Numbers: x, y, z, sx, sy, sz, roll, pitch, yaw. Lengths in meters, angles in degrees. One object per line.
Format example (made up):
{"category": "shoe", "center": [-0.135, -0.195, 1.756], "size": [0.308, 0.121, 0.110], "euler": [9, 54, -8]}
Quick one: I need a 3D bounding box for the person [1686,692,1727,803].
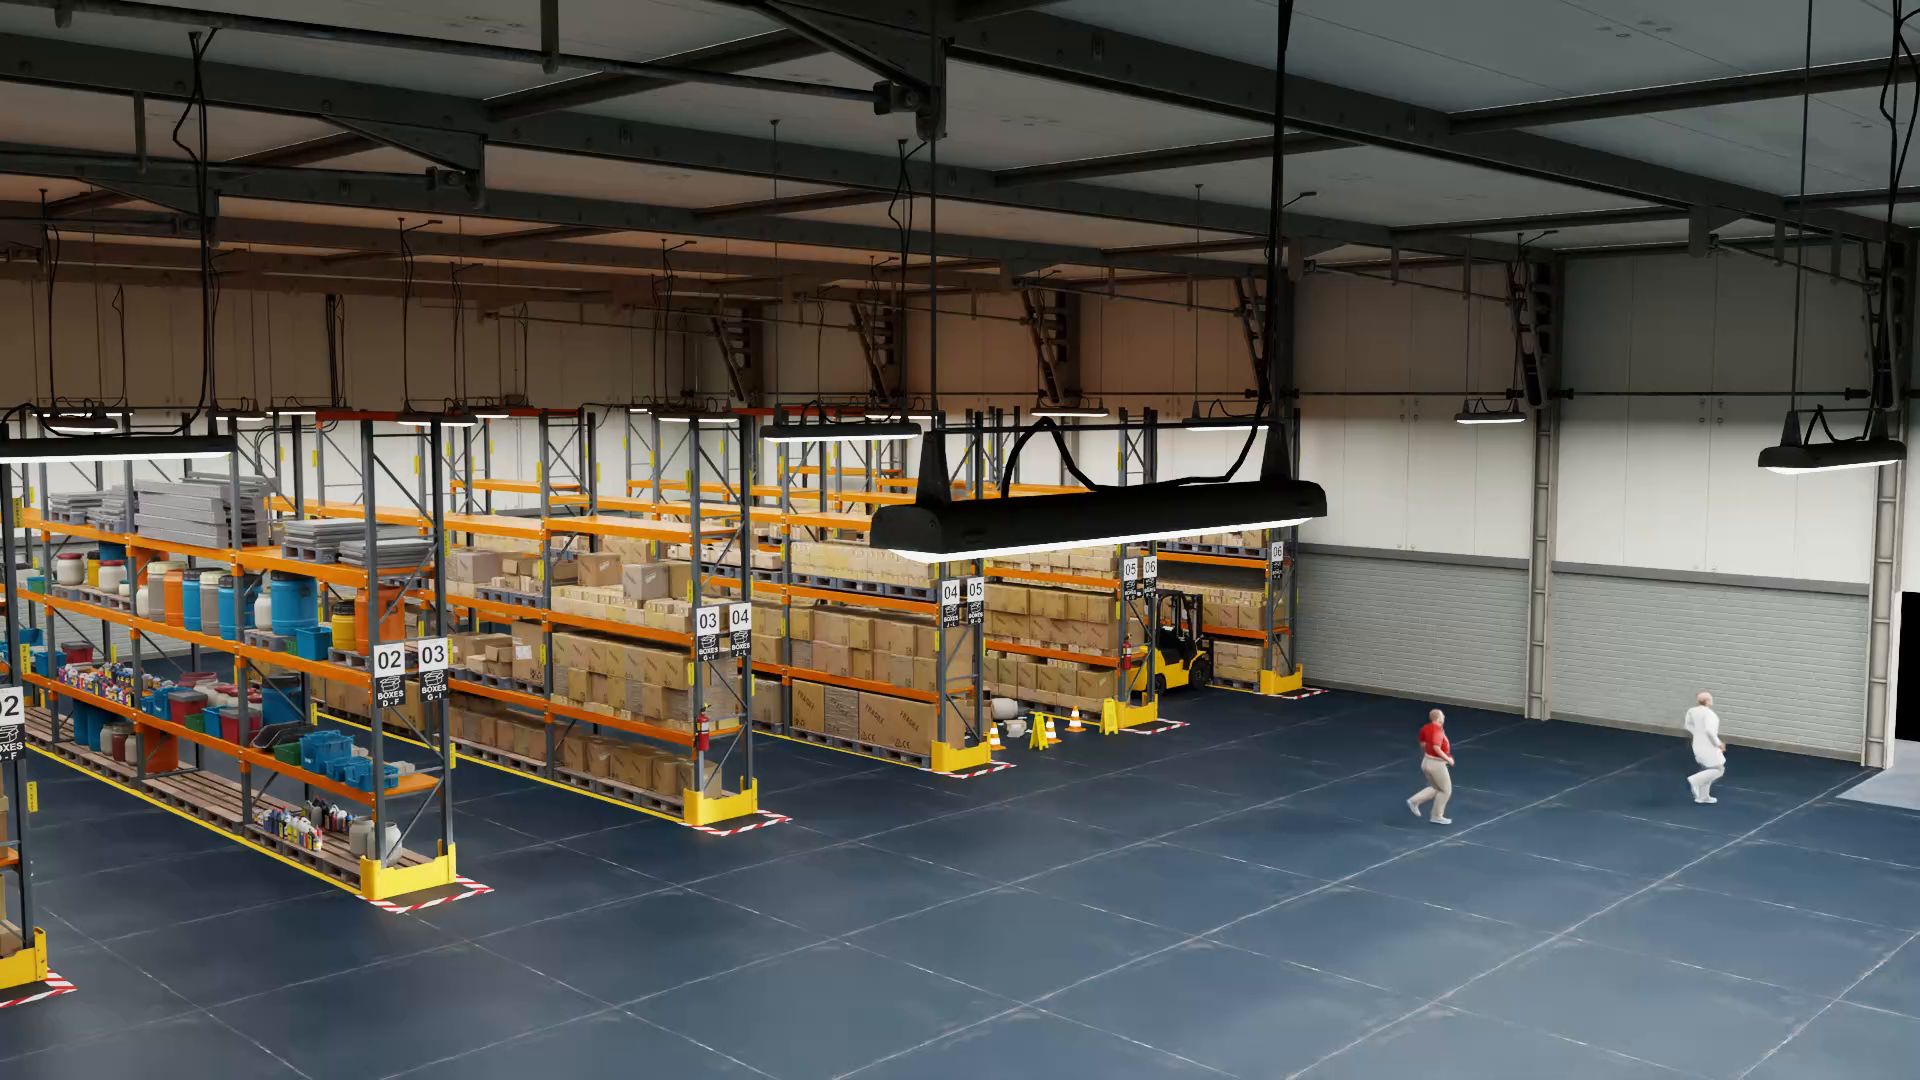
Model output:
{"category": "person", "center": [11.470, 3.203, 25.633], "size": [0.638, 1.733, 0.710], "euler": [-1, 5, -11]}

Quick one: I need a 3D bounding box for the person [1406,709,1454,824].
{"category": "person", "center": [6.930, 3.330, 24.425], "size": [0.650, 1.702, 0.676], "euler": [-1, 5, -7]}
